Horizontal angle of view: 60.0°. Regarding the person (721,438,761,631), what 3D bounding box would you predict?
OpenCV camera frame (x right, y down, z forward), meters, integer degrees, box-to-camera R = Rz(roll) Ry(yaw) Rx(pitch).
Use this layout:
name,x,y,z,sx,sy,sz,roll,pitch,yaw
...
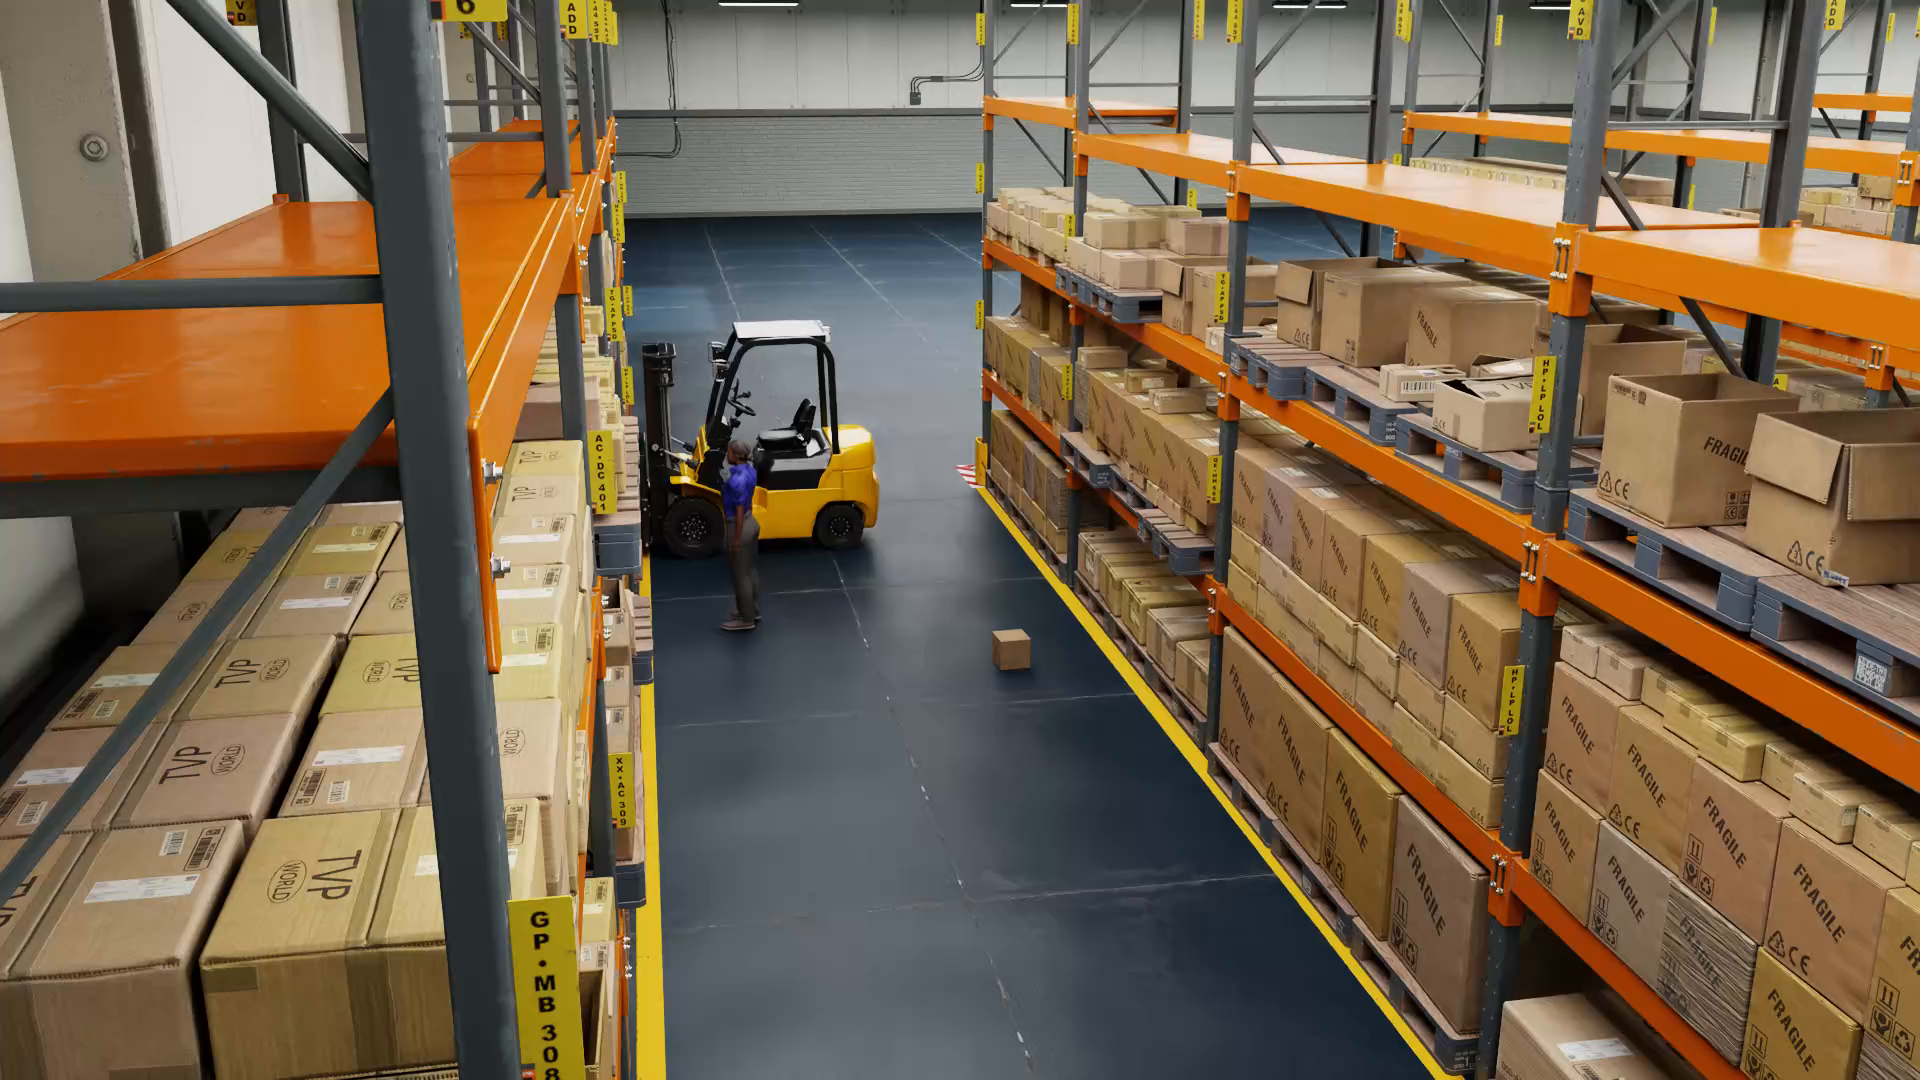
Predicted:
name,x,y,z,sx,sy,sz,roll,pitch,yaw
person,-1.889,-0.058,14.237,0.323,1.663,0.446,3,17,9
